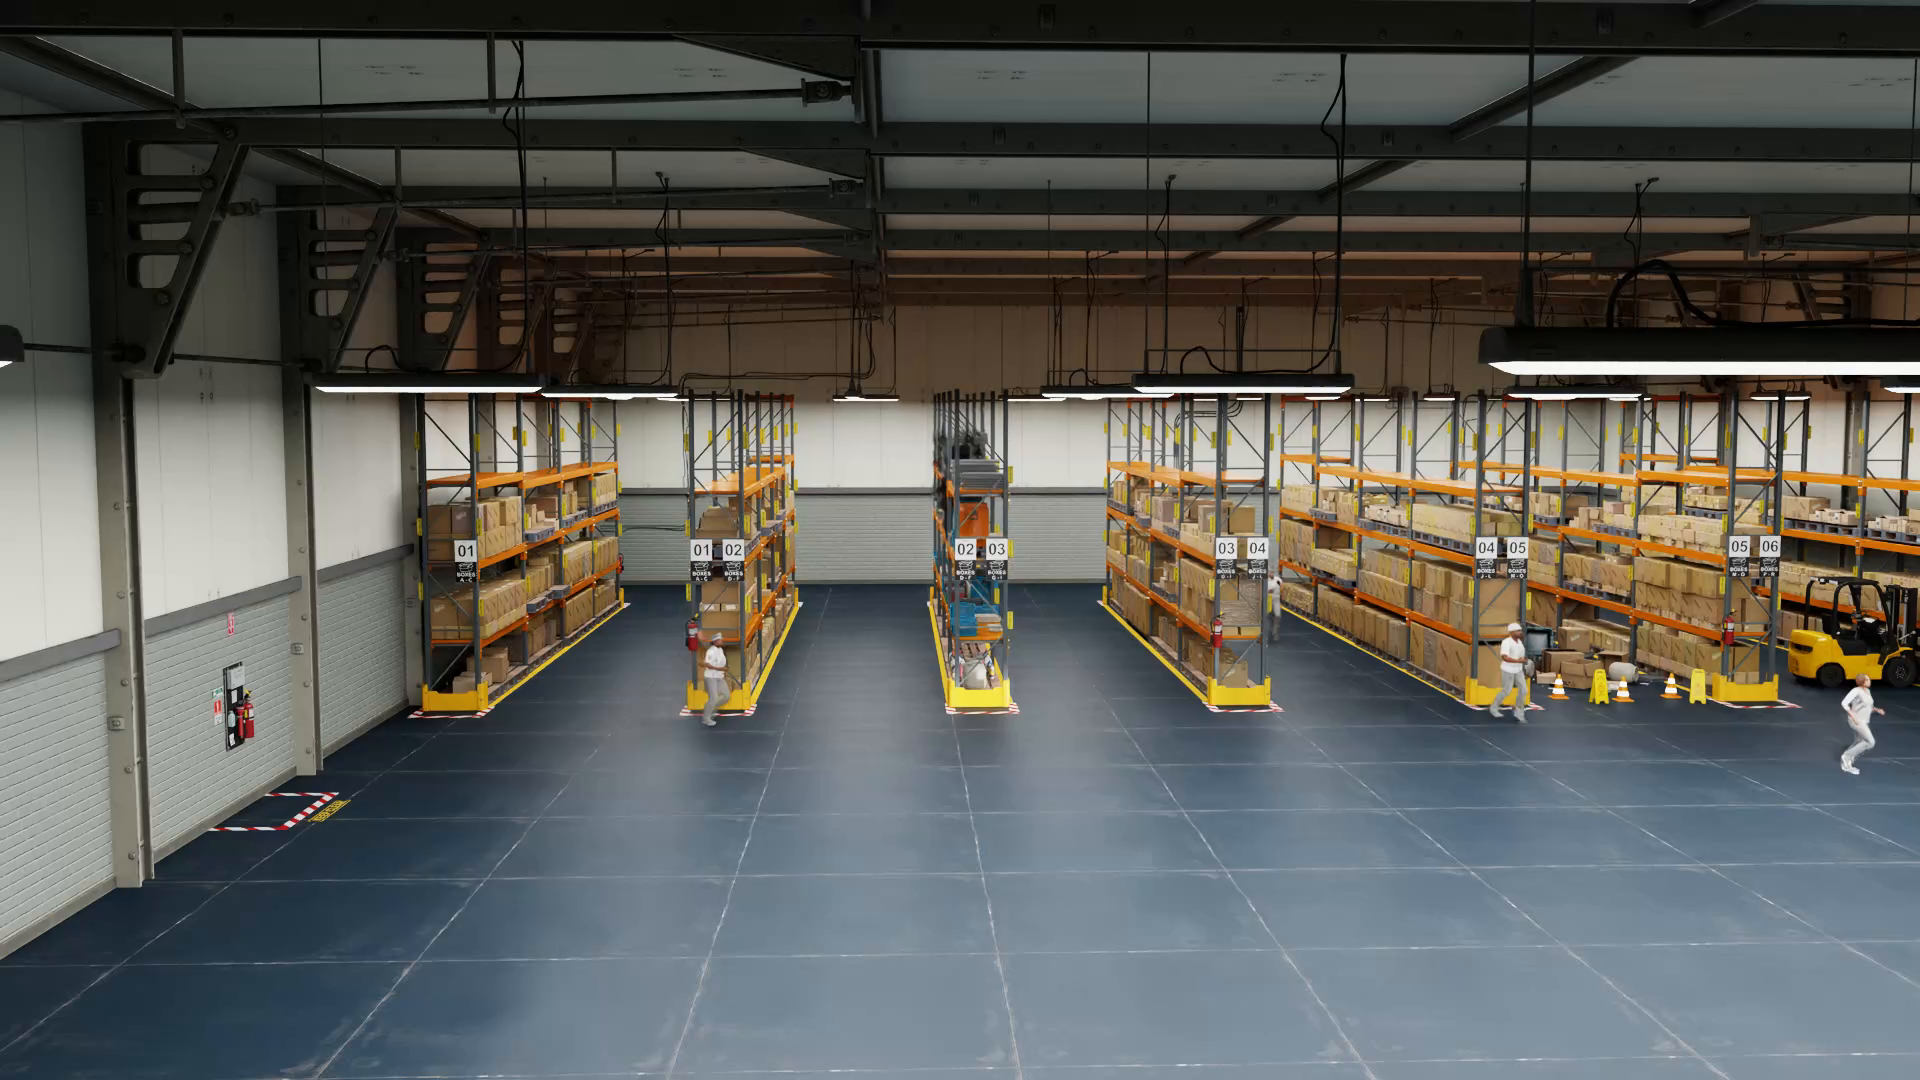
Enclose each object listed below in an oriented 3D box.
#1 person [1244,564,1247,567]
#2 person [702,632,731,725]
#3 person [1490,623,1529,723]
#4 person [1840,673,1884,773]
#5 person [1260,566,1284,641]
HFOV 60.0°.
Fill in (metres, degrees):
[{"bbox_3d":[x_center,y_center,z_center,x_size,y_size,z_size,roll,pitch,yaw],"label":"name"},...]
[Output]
[{"bbox_3d":[8.565,0.906,48.790,0.653,1.669,0.813,-4,6,-41],"label":"person"},{"bbox_3d":[-4.319,2.471,29.807,0.571,1.647,0.616,2,5,26],"label":"person"},{"bbox_3d":[9.977,2.408,30.052,0.717,1.846,0.760,-4,6,-39],"label":"person"},{"bbox_3d":[13.979,2.839,25.753,0.519,1.568,0.563,-5,6,-44],"label":"person"},{"bbox_3d":[7.610,1.536,40.656,0.672,1.835,0.925,0,5,-2],"label":"person"}]
